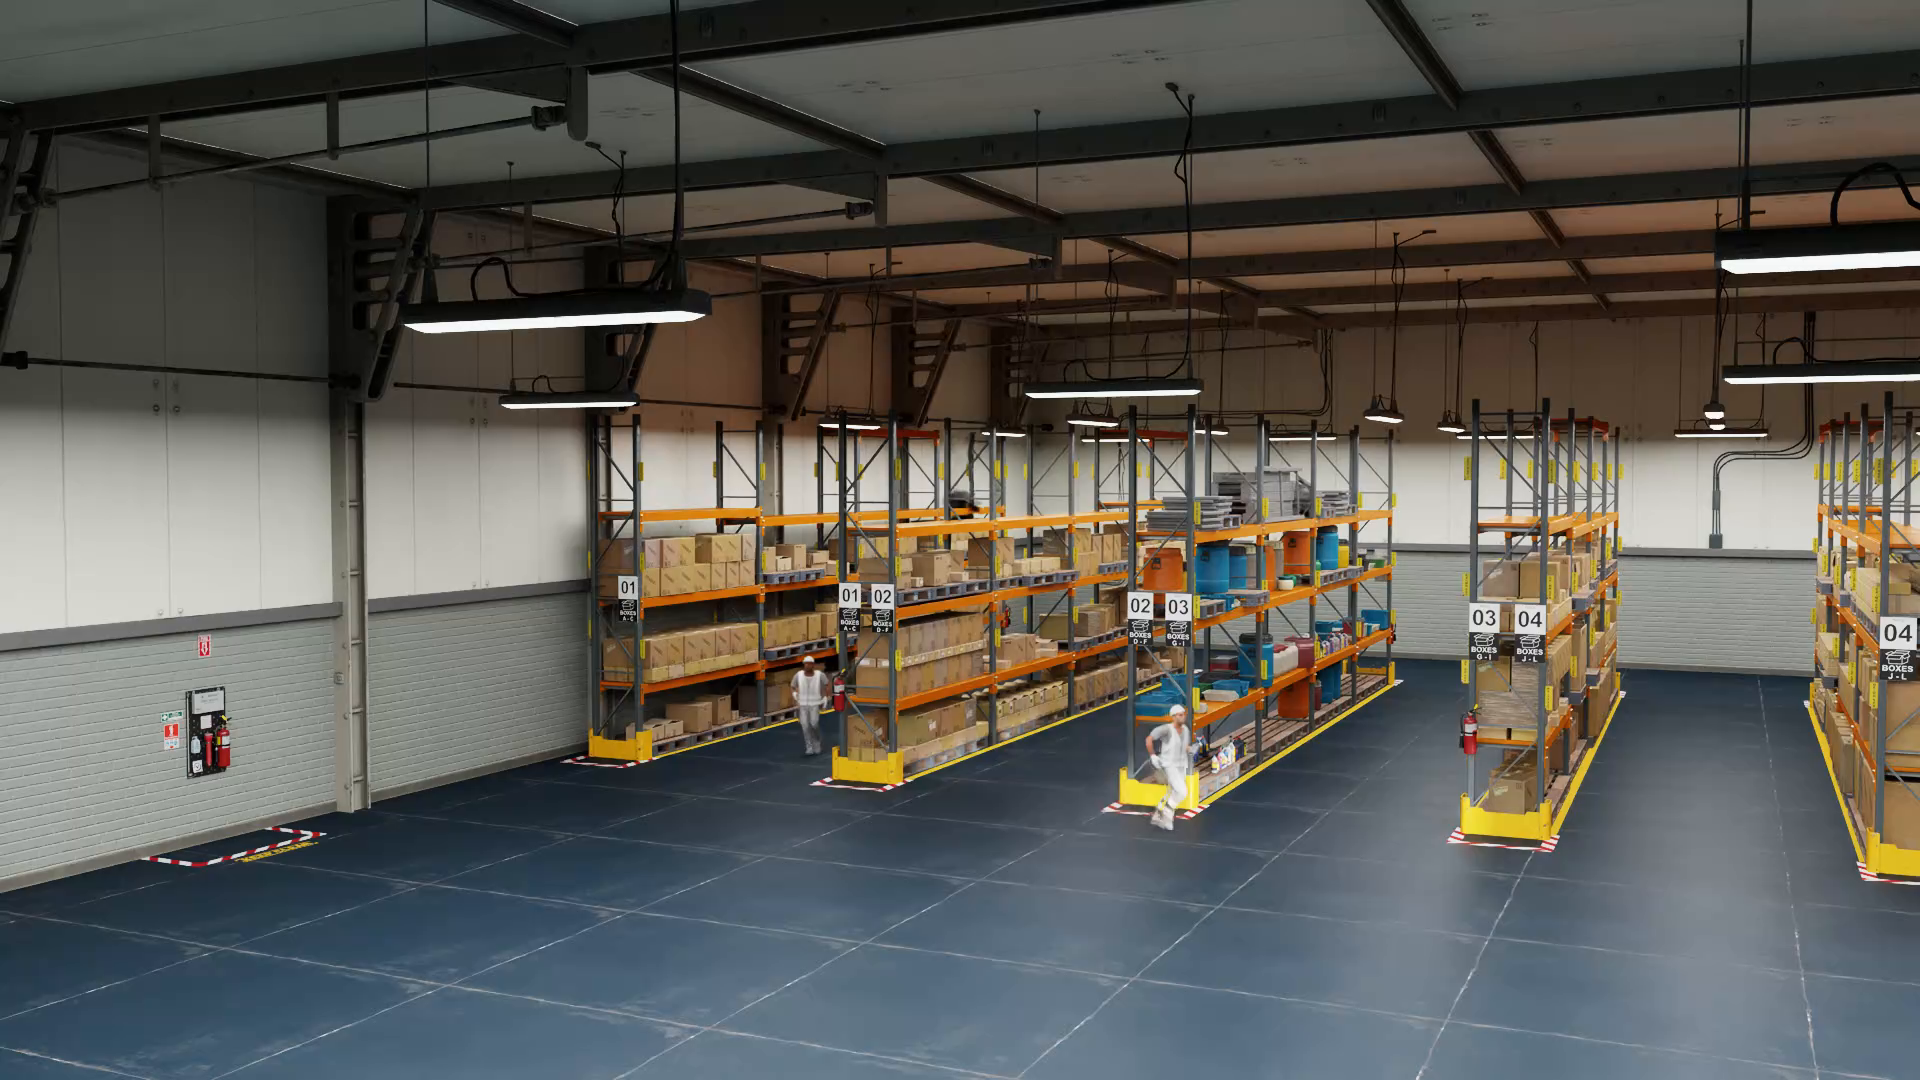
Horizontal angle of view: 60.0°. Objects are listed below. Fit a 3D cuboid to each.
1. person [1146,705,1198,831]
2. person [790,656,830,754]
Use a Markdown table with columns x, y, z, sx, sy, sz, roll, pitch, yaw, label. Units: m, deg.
| x | y | z | sx | sy | sz | roll | pitch | yaw | label |
| --- | --- | --- | --- | --- | --- | --- | --- | --- | --- |
| 2.968 | 3.161 | 23.085 | 0.646 | 1.750 | 0.735 | -2 | 3 | -44 | person |
| -2.666 | 2.913 | 29.265 | 0.686 | 1.743 | 0.608 | 0 | 2 | 5 | person |
